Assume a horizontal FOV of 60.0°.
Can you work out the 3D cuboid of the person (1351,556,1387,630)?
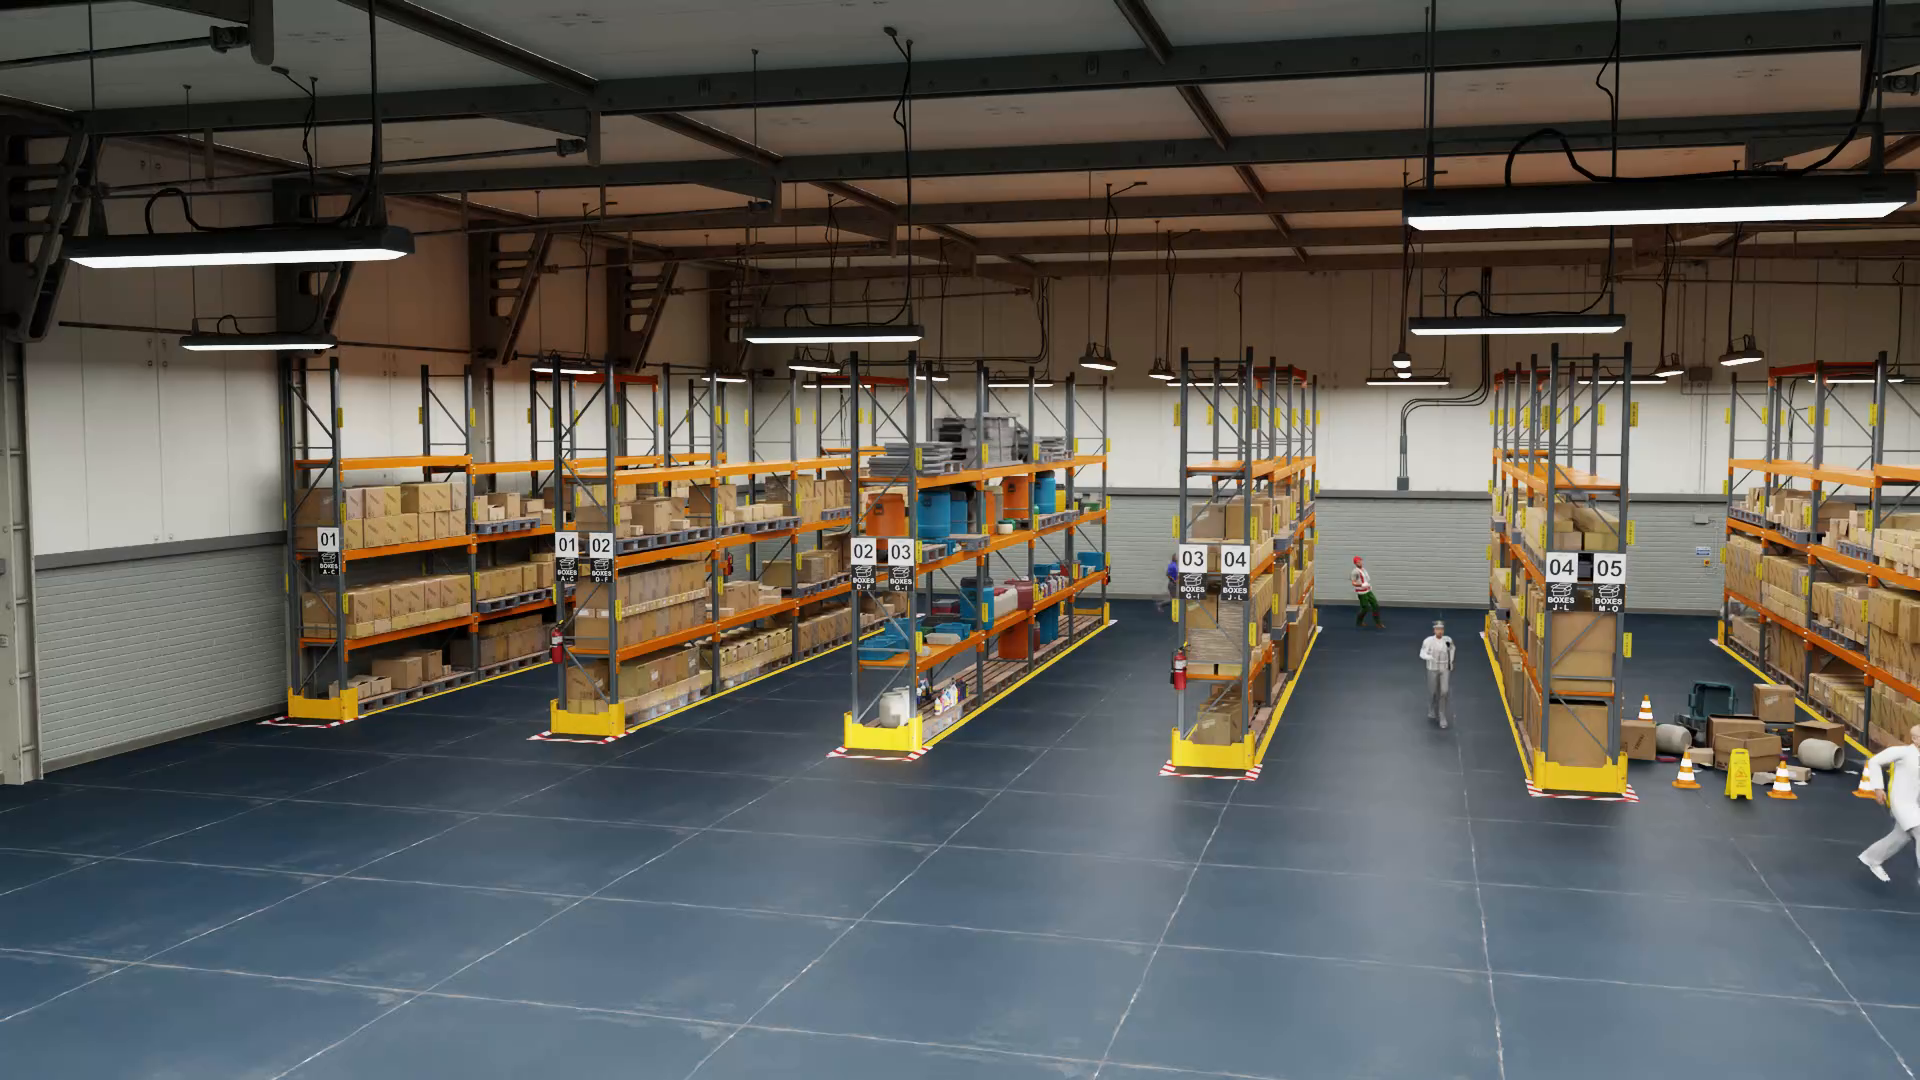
[{"bbox_3d":[9.620,1.256,39.311,0.711,1.746,0.776,4,6,44],"label":"person"}]

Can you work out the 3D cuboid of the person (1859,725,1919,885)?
[{"bbox_3d":[9.977,2.834,17.541,0.738,1.826,1.024,-2,5,-24],"label":"person"}]

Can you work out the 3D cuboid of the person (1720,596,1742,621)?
[{"bbox_3d":[17.658,1.356,37.953,0.543,1.721,0.760,4,6,41],"label":"person"}]

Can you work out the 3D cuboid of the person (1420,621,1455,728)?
[{"bbox_3d":[7.823,2.157,27.251,0.562,1.713,0.857,1,4,14],"label":"person"}]

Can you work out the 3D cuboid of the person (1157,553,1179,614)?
[{"bbox_3d":[5.333,1.143,41.731,0.683,1.640,0.583,3,5,32],"label":"person"}]
